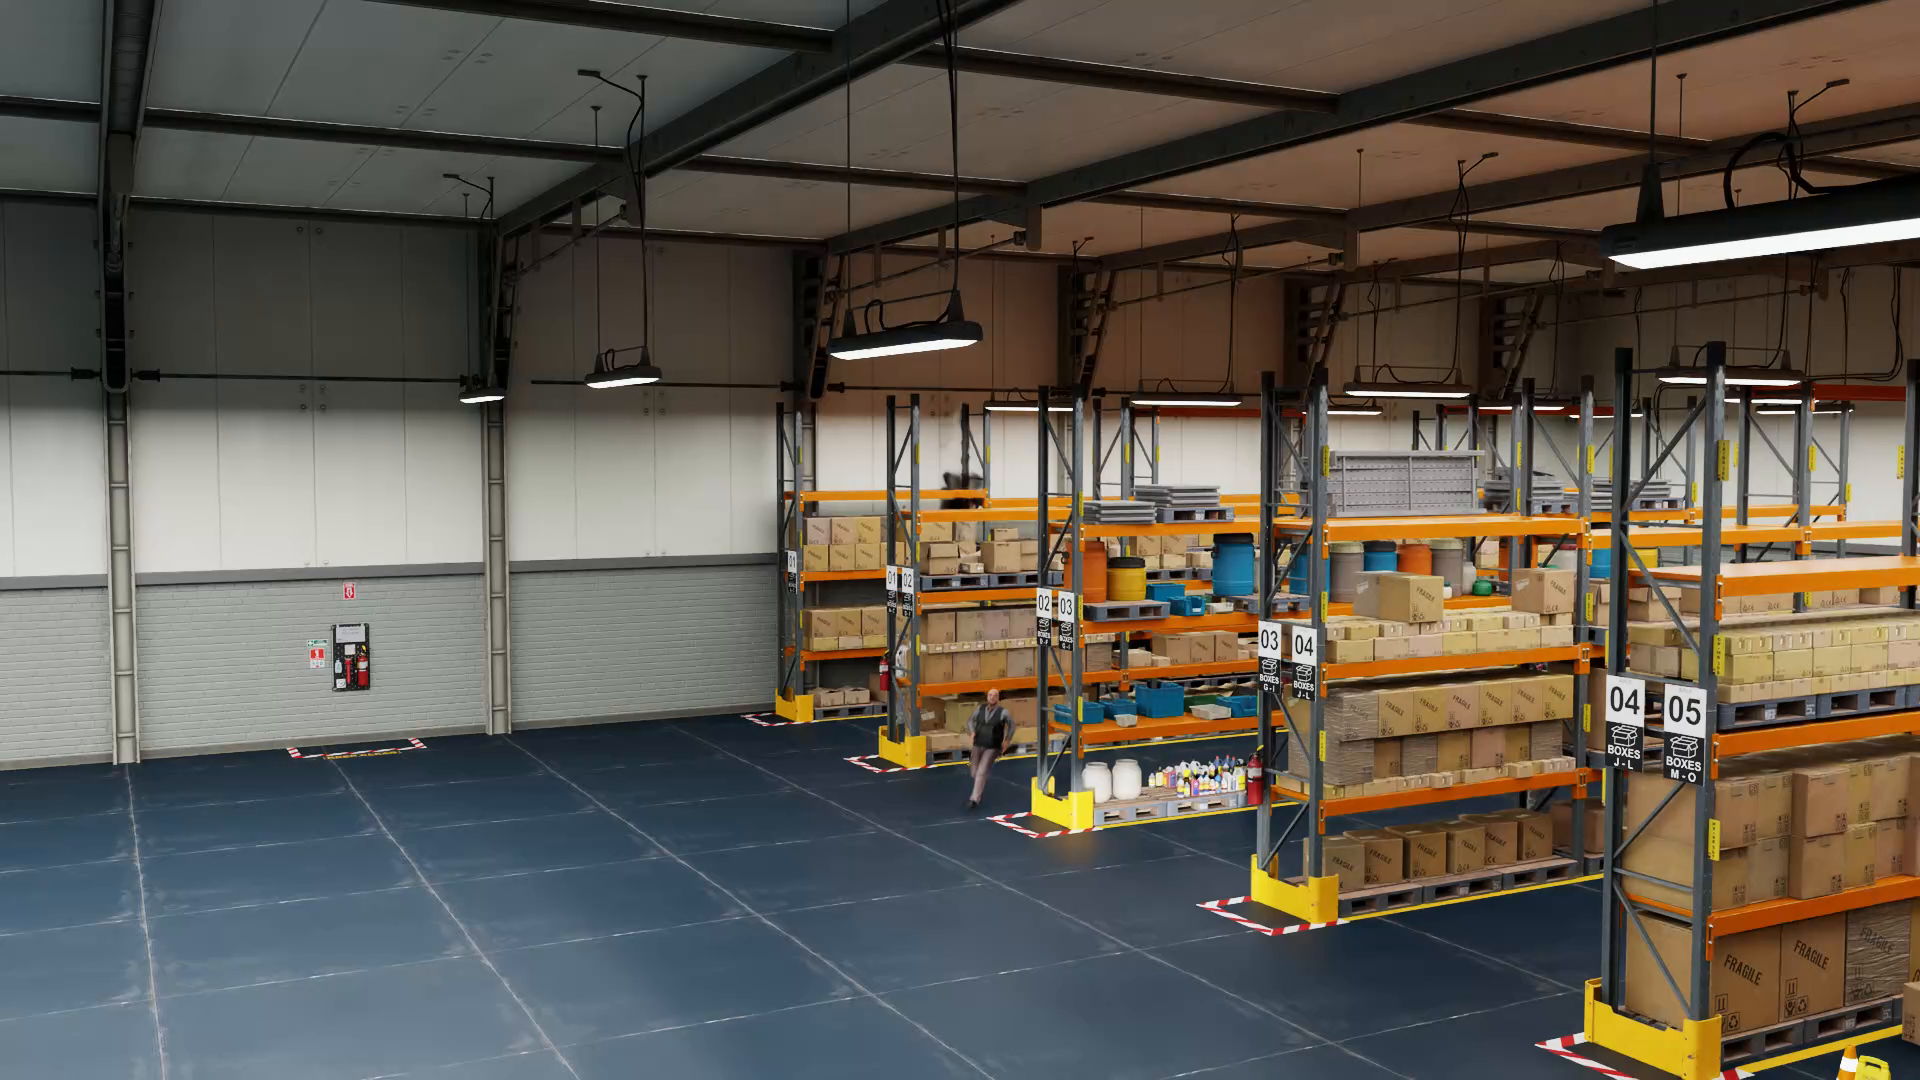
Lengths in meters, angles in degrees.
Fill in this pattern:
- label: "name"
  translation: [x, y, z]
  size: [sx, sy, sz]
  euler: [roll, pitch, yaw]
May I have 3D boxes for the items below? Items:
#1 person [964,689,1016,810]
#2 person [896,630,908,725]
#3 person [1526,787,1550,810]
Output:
- label: "person"
  translation: [0.418, 2.973, 23.846]
  size: [0.714, 1.676, 0.889]
  euler: [1, 3, 20]
- label: "person"
  translation: [-1.087, 2.406, 29.168]
  size: [0.674, 1.670, 0.479]
  euler: [3, 4, 40]
- label: "person"
  translation: [8.230, 3.032, 23.571]
  size: [0.652, 1.640, 0.627]
  euler: [-2, 4, -32]
